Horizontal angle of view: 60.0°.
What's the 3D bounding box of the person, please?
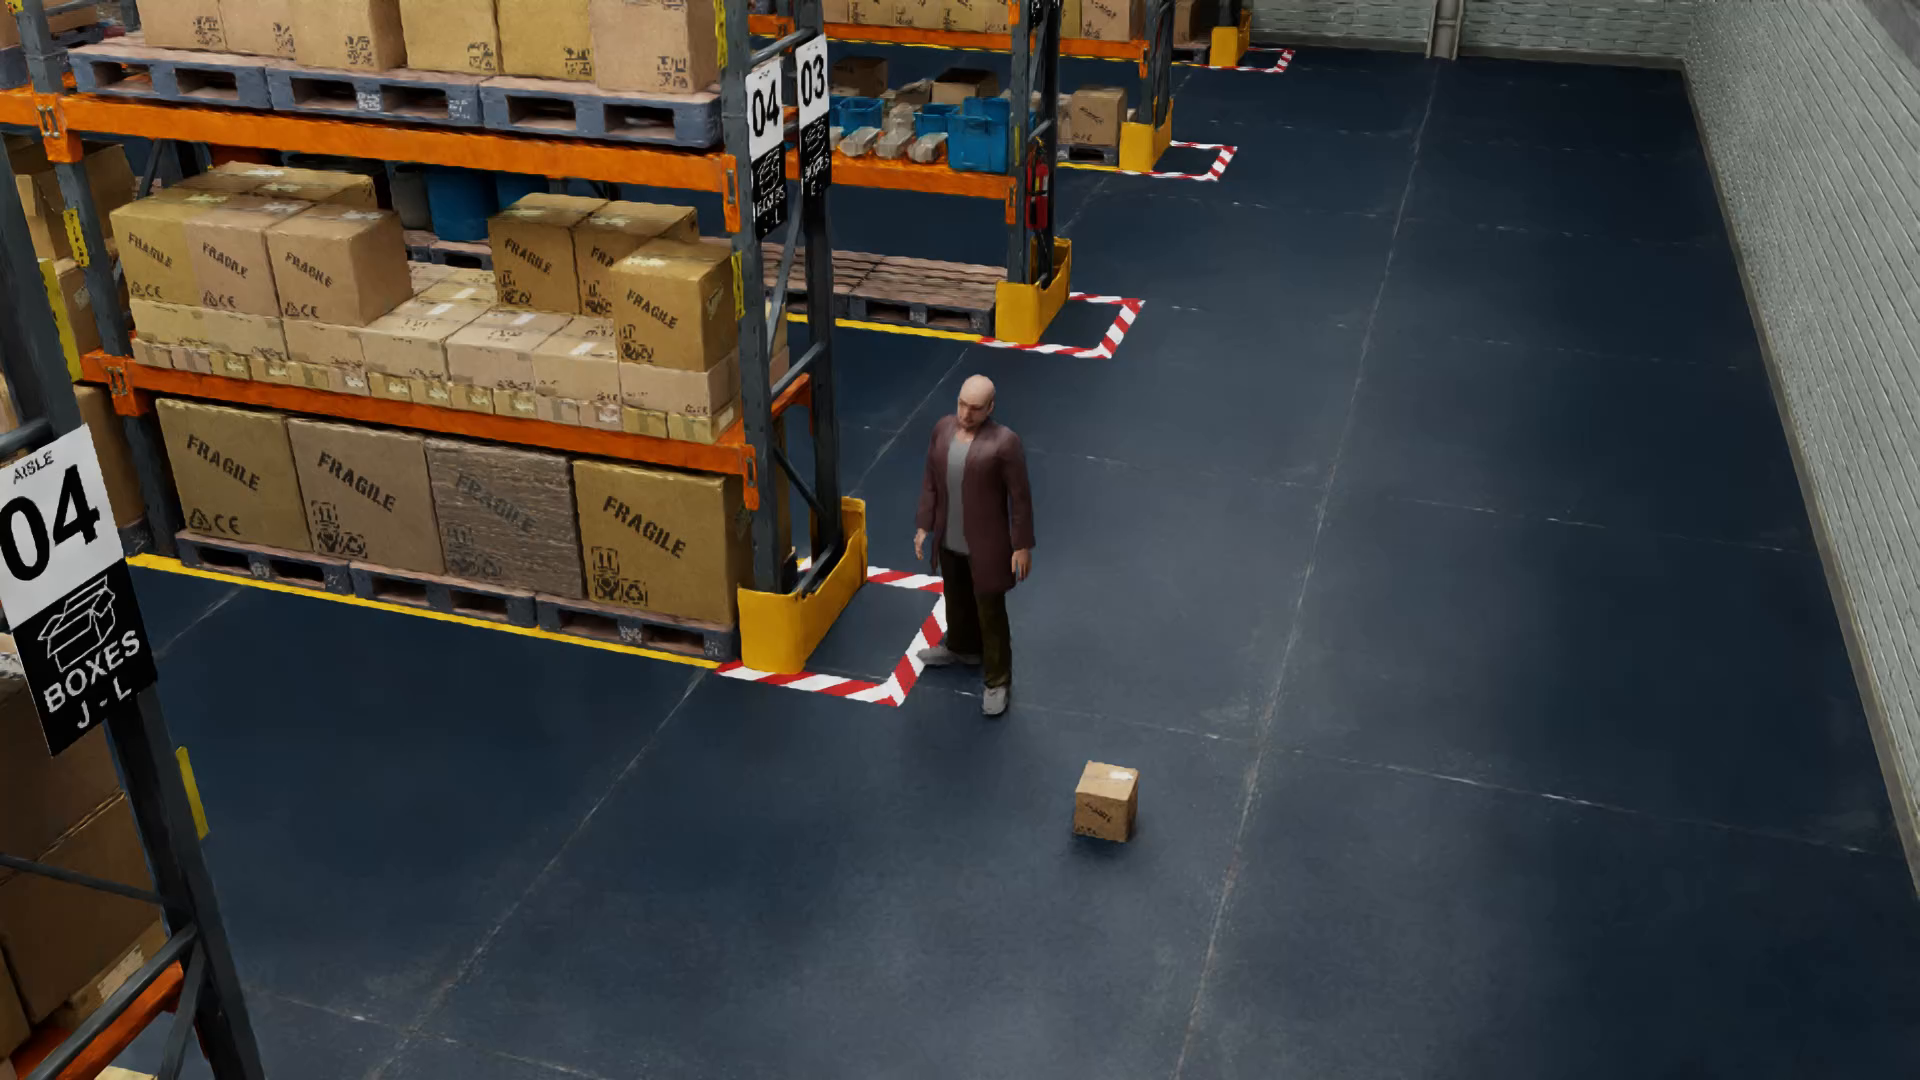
[{"bbox_3d":[0.055,-0.017,8.518,0.718,1.782,0.431,22,36,34],"label":"person"}]
